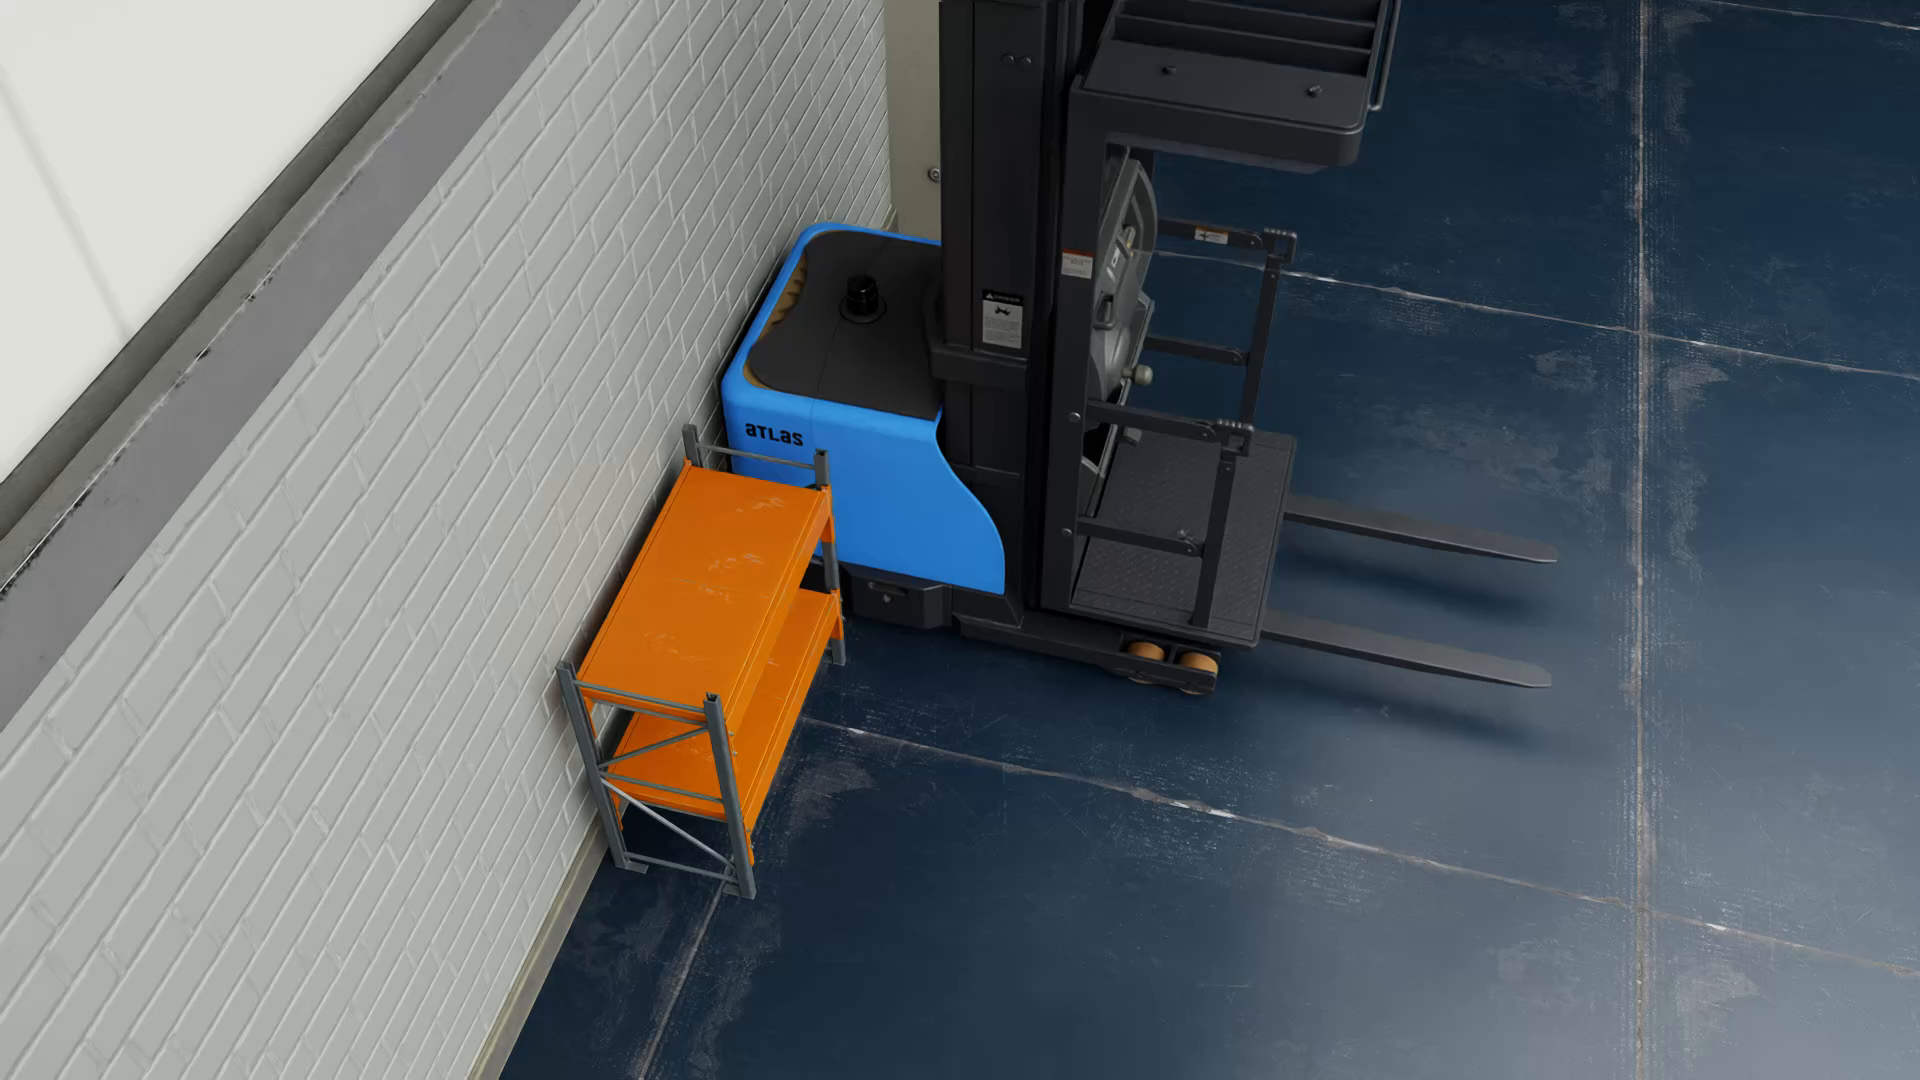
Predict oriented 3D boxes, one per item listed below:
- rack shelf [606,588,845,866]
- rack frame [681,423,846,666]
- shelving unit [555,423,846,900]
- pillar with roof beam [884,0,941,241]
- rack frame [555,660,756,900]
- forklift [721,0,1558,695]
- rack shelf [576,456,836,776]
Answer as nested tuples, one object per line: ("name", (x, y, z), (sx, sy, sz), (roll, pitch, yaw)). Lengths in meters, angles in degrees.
("rack shelf", (-0.804, 0.574, 5.738), (0.538, 0.278, 1.000), (11, 50, 10))
("rack frame", (-0.675, 0.044, 5.880), (0.500, 1.125, 0.032), (11, 50, 10))
("shelving unit", (-0.804, 0.412, 5.555), (0.538, 1.125, 1.048), (11, 50, 10))
("pillar with roof beam", (4.022, -3.713, 3.944), (9.100, 9.000, 0.400), (12, 50, 10))
("rack frame", (-0.934, 0.781, 5.230), (0.500, 1.125, 0.032), (11, 50, 10))
("forklift", (0.730, -0.842, 5.457), (3.031, 2.935, 1.130), (12, 50, 10))
("rack shelf", (-0.804, 0.219, 5.335), (0.538, 0.278, 1.000), (11, 50, 10))
